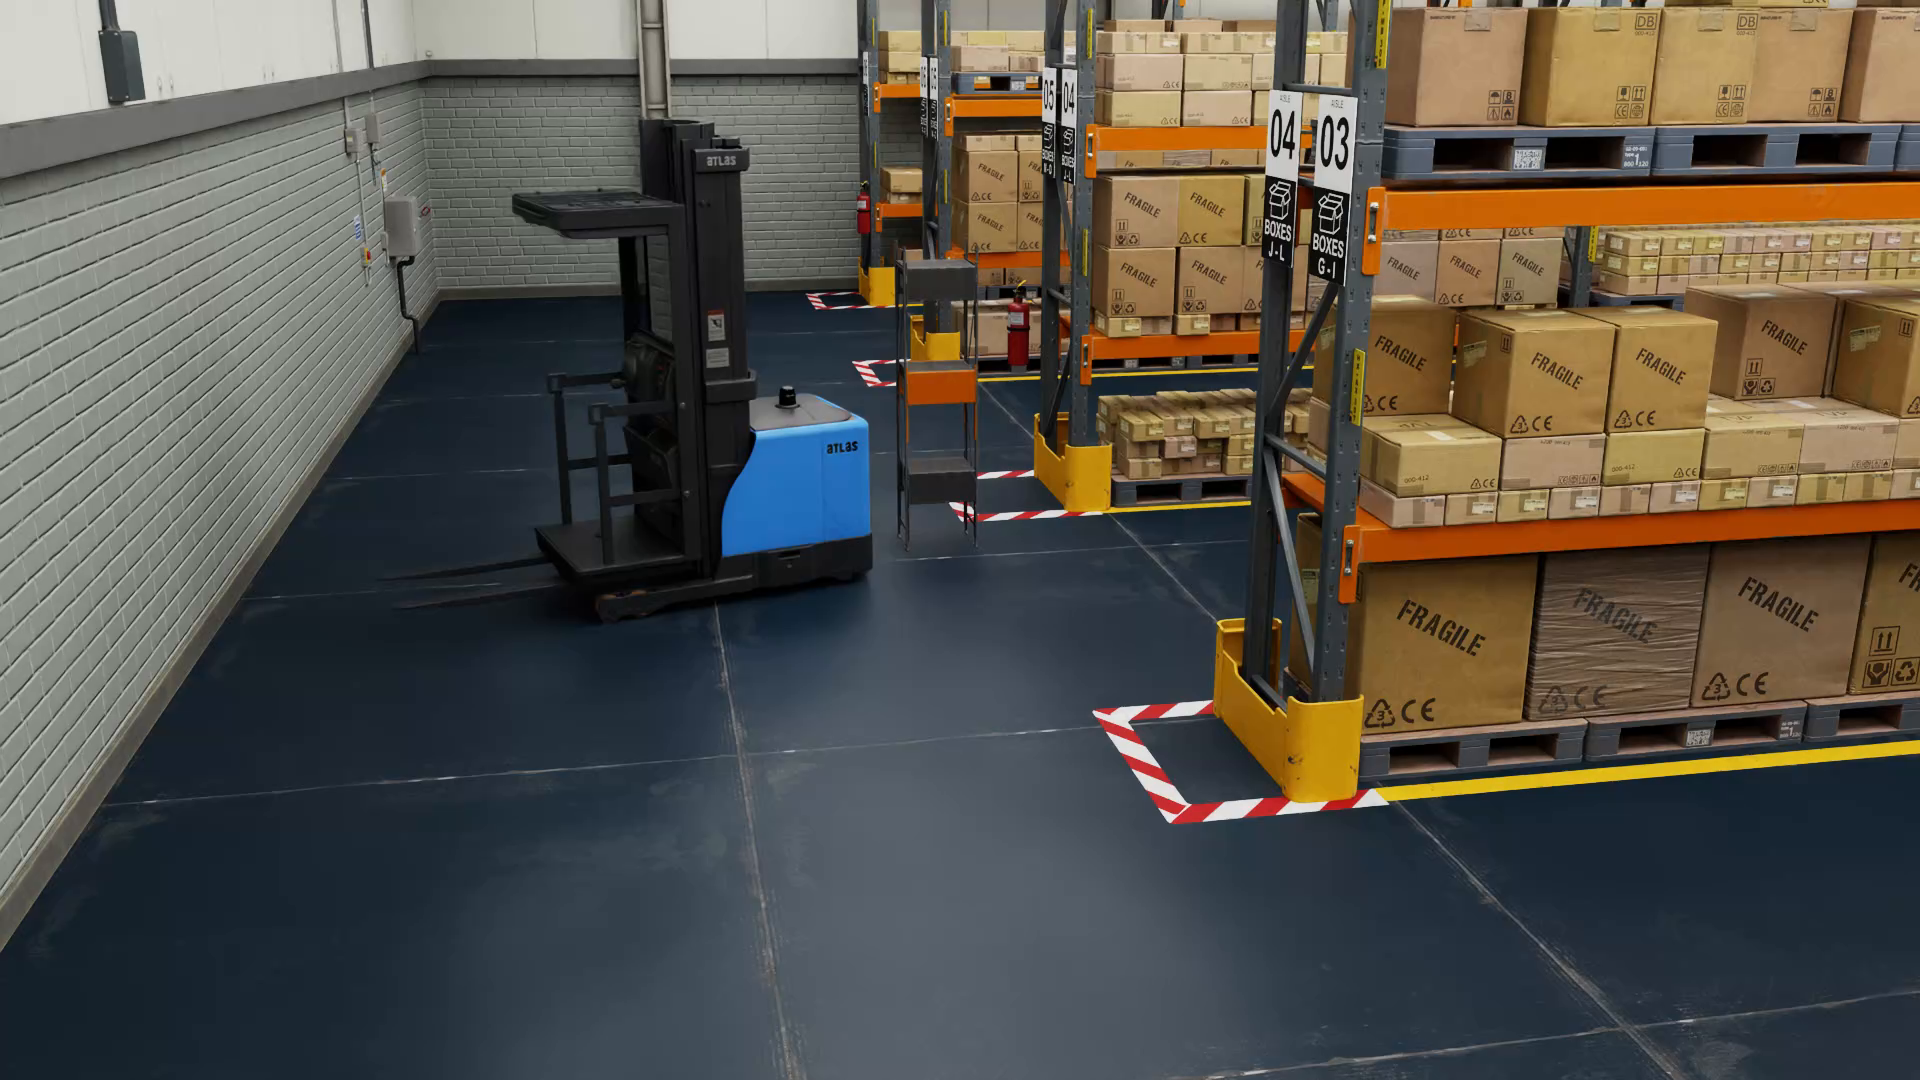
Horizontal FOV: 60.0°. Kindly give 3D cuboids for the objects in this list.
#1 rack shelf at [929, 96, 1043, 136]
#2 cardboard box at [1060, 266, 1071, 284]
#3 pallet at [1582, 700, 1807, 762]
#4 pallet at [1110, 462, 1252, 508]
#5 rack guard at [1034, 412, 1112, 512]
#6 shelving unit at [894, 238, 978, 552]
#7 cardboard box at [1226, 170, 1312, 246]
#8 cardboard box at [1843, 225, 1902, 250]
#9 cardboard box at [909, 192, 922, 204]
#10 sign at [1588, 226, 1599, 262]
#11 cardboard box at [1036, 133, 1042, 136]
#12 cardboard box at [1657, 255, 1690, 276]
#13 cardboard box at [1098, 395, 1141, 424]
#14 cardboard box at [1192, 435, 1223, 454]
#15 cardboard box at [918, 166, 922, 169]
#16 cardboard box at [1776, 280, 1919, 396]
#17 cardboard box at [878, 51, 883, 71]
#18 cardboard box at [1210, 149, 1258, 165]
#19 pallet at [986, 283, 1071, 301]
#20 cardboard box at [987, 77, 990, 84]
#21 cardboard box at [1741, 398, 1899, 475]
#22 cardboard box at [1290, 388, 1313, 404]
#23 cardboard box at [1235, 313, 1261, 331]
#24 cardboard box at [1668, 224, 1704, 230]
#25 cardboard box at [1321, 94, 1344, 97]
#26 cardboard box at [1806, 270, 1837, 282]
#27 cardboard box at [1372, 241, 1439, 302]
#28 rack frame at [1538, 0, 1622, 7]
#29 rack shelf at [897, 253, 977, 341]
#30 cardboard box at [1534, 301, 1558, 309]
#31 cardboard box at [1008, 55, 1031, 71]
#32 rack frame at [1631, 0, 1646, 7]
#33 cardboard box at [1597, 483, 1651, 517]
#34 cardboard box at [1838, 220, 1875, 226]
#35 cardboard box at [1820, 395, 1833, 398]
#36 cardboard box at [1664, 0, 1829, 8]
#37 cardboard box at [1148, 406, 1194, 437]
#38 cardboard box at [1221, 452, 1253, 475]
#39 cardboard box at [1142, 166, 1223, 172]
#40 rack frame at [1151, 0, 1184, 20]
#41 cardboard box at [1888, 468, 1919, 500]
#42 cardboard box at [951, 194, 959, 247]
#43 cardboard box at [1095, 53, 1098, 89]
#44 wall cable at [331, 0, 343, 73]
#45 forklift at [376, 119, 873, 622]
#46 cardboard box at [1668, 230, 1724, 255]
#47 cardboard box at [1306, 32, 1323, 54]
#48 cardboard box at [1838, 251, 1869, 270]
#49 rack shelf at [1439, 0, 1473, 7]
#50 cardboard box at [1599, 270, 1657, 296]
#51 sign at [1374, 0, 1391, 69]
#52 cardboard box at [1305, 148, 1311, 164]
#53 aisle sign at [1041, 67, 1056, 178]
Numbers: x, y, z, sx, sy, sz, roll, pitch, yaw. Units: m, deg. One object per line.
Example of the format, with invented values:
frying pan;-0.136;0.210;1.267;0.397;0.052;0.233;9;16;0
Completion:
rack shelf;1.720;-4.434;17.256;4.000;0.370;1.077;-3;17;-10
cardboard box;1.295;-3.770;22.520;0.500;0.500;0.700;-4;18;-13
pallet;3.602;0.823;8.772;1.213;0.211;1.003;-3;17;-10
pallet;1.673;-0.518;13.137;1.213;0.211;1.003;-3;17;-10
rack guard;0.869;-0.621;12.981;0.348;0.500;1.175;-3;17;-10
shelving unit;-0.163;-0.995;11.473;0.503;2.100;0.431;-3;17;-10
cardboard box;2.295;-2.480;12.398;0.500;0.500;0.500;-4;17;-12
cardboard box;7.251;-2.407;13.239;0.250;0.149;0.380;-3;17;-10
cardboard box;-0.574;-4.510;21.814;0.250;0.149;0.380;-3;17;-9
sign;4.832;-2.292;12.691;0.005;0.325;0.100;-3;17;-10
cardboard box;0.933;-4.045;16.894;0.250;0.149;0.380;-4;17;-12
cardboard box;5.450;-2.161;12.946;0.250;0.149;0.380;-4;17;-12
cardboard box;1.266;-1.036;13.204;0.250;0.149;0.380;-3;17;-10
cardboard box;1.860;-0.785;12.892;0.250;0.149;0.380;-3;17;-10
cardboard box;-0.282;-4.864;22.289;0.500;0.250;0.500;-3;17;-10
cardboard box;4.560;-1.049;8.591;0.500;0.500;0.500;-3;17;-10
cardboard box;-0.804;-6.271;21.760;0.500;0.250;0.500;-4;17;-11
cardboard box;2.773;-3.849;17.362;0.500;0.500;0.500;-3;17;-11
pallet;0.863;-3.446;22.673;1.213;0.211;1.003;-3;17;-10
cardboard box;0.426;-5.992;21.530;0.250;0.149;0.380;-3;17;-11
cardboard box;4.171;-0.511;8.115;0.500;0.250;0.500;-3;17;-9
cardboard box;2.805;-1.117;13.468;0.250;0.149;0.380;-3;17;-10
cardboard box;2.190;-1.702;12.673;0.250;0.149;0.380;-3;17;-11
cardboard box;5.854;-2.522;13.612;0.250;0.149;0.380;-3;17;-11
cardboard box;2.813;-3.211;12.304;0.500;0.250;0.500;-3;17;-11
cardboard box;6.725;-2.091;13.225;0.250;0.149;0.380;-4;18;-13
cardboard box;3.302;-2.060;12.732;0.500;0.500;0.500;-3;17;-11
rack frame;4.722;-4.902;12.445;0.127;3.000;1.000;-3;17;-10
rack shelf;-0.163;-1.651;11.272;0.480;0.518;0.431;-3;17;-10
cardboard box;4.486;-1.831;13.091;0.250;0.149;0.380;-3;17;-11
cardboard box;0.577;-4.892;17.065;0.250;0.149;0.380;-5;18;-15
rack frame;7.611;-6.546;17.798;0.127;3.000;1.000;-3;17;-10
cardboard box;3.056;-0.238;7.906;0.250;0.149;0.380;-4;17;-12
cardboard box;7.393;-2.609;13.898;0.250;0.149;0.380;-4;18;-13
cardboard box;4.563;-0.692;8.705;0.500;0.250;0.500;-3;17;-11
cardboard box;3.621;-2.574;7.642;0.500;0.250;0.500;-4;17;-12
cardboard box;1.621;-0.915;12.809;0.250;0.149;0.380;-3;17;-9
cardboard box;2.125;-0.623;12.871;0.250;0.149;0.380;-3;17;-10
cardboard box;1.694;-2.605;12.803;0.500;0.500;0.500;-4;17;-12
rack frame;2.738;-7.754;21.730;0.127;3.000;1.000;-3;17;-10
cardboard box;4.569;-0.324;8.186;0.250;0.149;0.380;-3;17;-9
cardboard box;0.179;-3.384;17.549;0.500;0.500;0.500;-3;17;-10
cardboard box;1.198;-3.511;12.431;0.500;0.250;0.500;-4;17;-12
wall cable;-5.776;-5.702;15.051;0.029;3.000;0.463;-3;17;-10
forklift;-2.124;-1.075;10.319;3.031;2.935;1.130;-9;19;-26
cardboard box;5.720;-2.319;12.953;0.250;0.149;0.380;-3;17;-10
cardboard box;2.438;-3.604;12.053;0.250;0.149;0.380;-3;17;-9
cardboard box;6.984;-2.248;13.230;0.250;0.149;0.380;-3;17;-9
rack shelf;8.629;-7.553;22.983;4.000;0.370;1.077;-3;17;-10
cardboard box;5.196;-2.004;12.940;0.250;0.149;0.380;-4;18;-13
sign;1.735;-2.105;6.824;0.005;0.325;0.100;-3;17;-10
cardboard box;4.074;-4.078;18.108;0.500;0.500;0.500;-3;17;-9
aisle sign;0.666;-3.136;12.487;0.004;0.787;0.394;-3;17;-10
